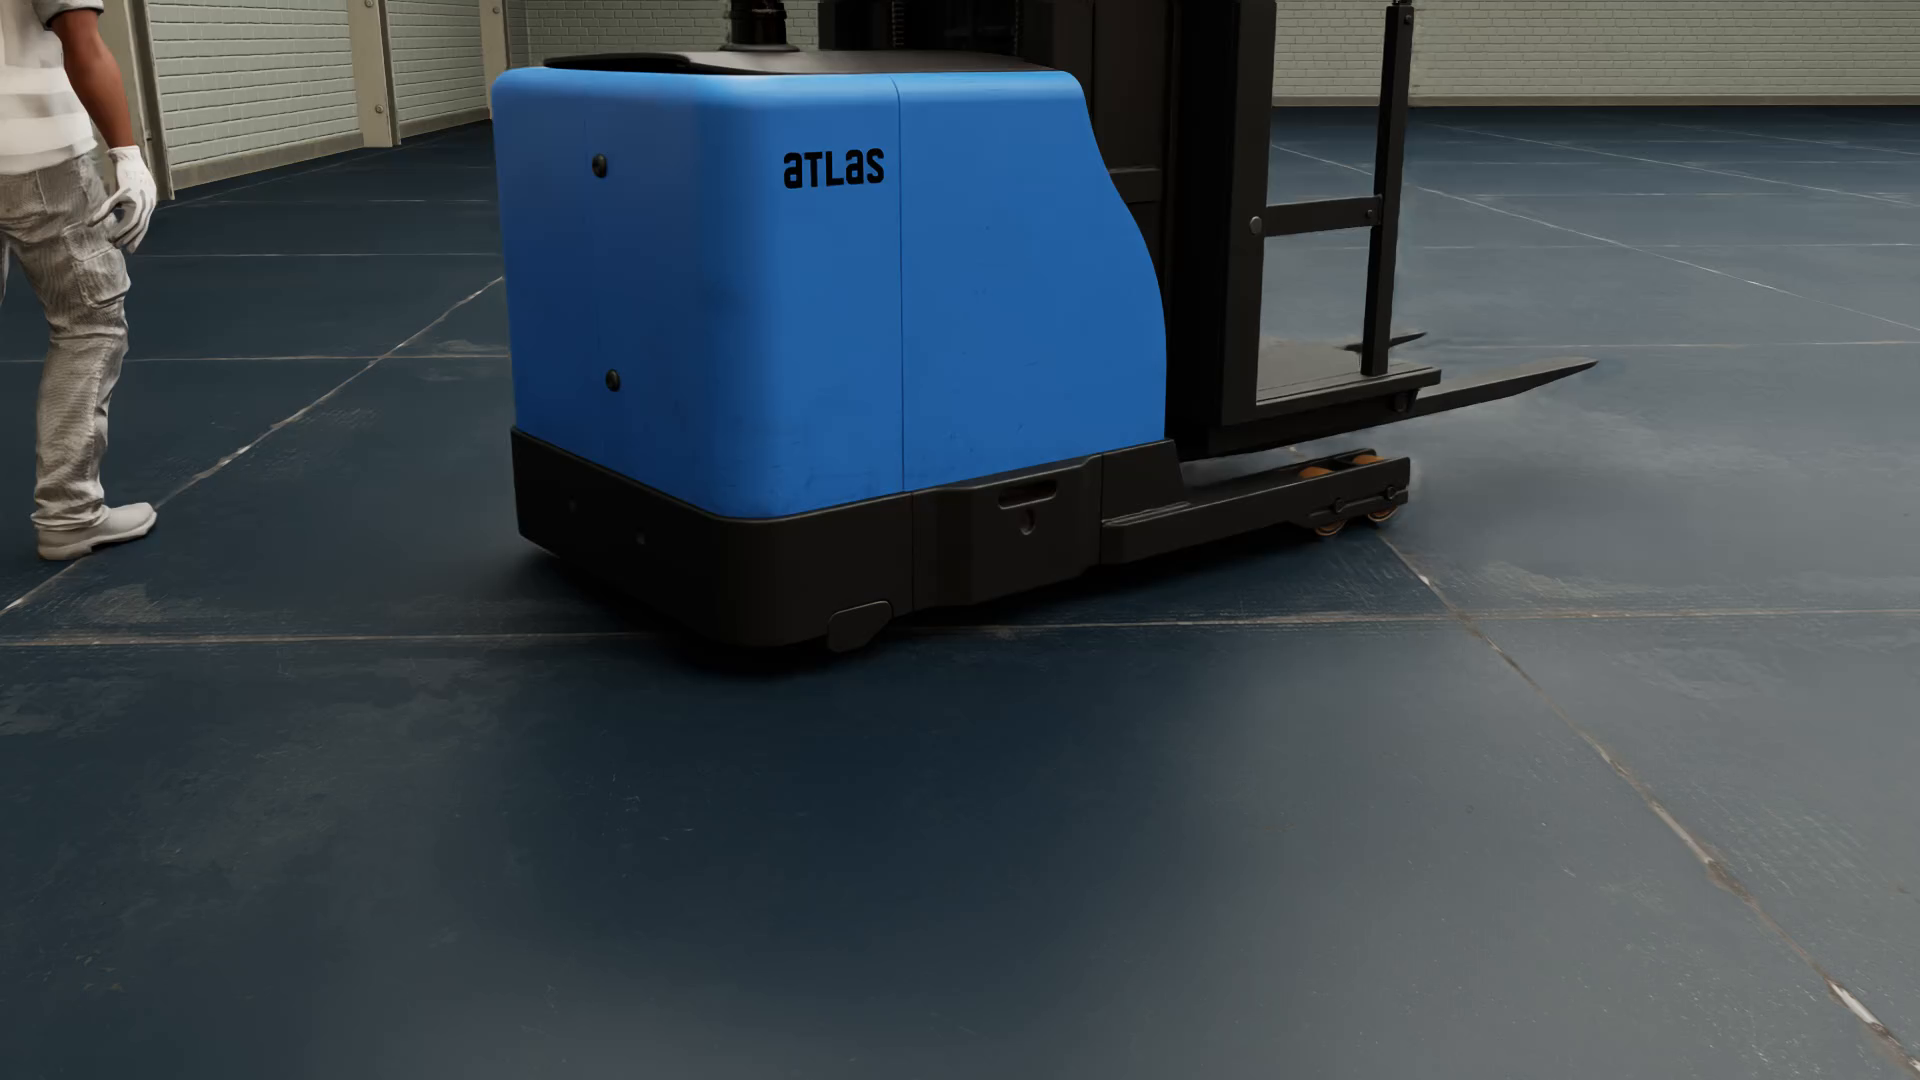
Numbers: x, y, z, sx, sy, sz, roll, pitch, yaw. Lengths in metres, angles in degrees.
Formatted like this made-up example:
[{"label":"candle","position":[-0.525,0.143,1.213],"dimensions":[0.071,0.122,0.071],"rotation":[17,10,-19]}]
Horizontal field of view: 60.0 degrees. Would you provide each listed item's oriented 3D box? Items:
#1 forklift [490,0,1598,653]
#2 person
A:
[{"label":"forklift","position":[0.476,-1.518,3.869],"dimensions":[3.031,2.935,1.130],"rotation":[-13,21,-36]},{"label":"person","position":[-2.126,-0.847,3.696],"dimensions":[0.833,1.752,0.426],"rotation":[3,17,10]}]
